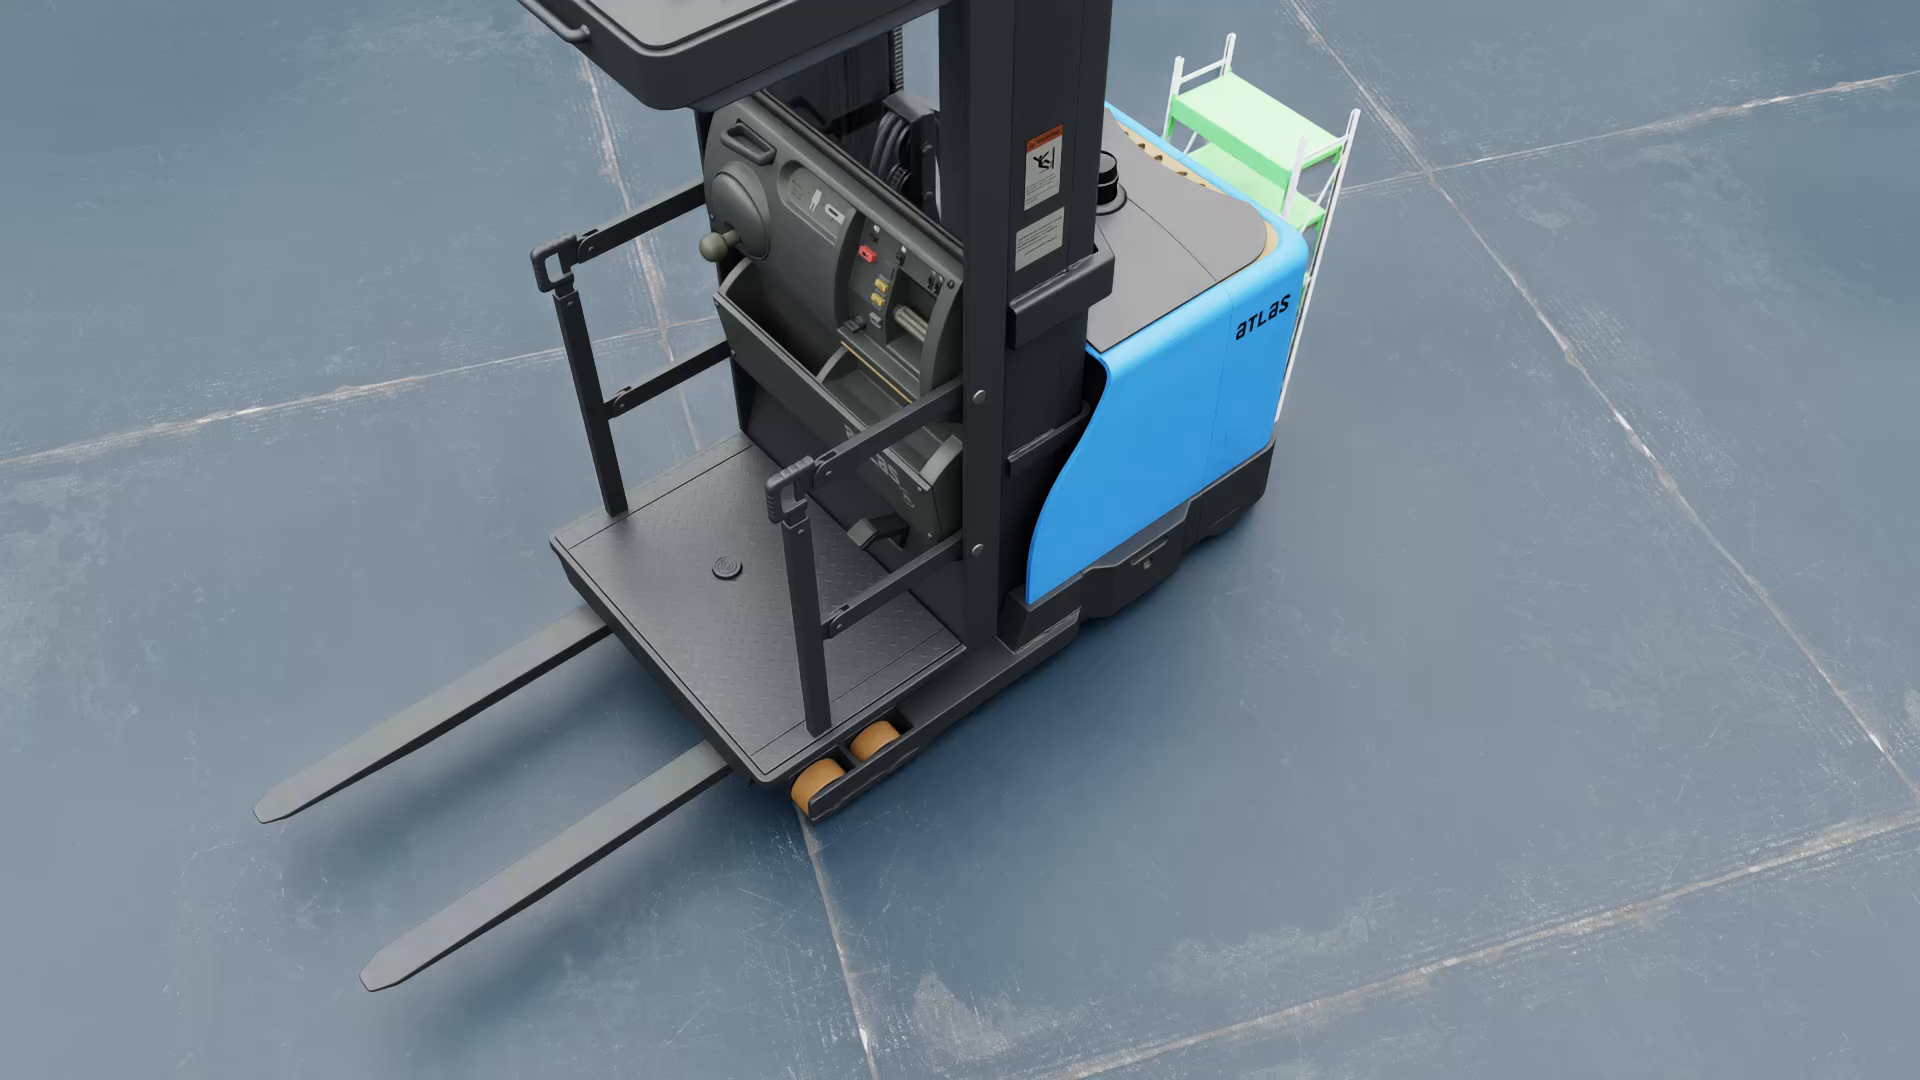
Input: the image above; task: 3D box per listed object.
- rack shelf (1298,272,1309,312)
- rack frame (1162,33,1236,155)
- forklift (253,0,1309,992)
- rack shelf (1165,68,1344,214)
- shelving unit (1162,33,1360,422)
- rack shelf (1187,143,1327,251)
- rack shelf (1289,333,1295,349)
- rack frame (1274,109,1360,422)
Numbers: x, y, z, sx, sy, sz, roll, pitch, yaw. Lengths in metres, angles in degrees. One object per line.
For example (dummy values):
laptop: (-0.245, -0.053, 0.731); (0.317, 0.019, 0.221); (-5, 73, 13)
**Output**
rack shelf: (0.845, -0.860, 5.263); (0.258, 0.148, 0.480); (-30, 56, -28)
rack frame: (0.692, -1.047, 5.336); (0.240, 1.200, 0.015); (-30, 56, -28)
forklift: (-0.482, -0.639, 3.872); (3.031, 2.935, 1.130); (-32, 57, -24)
rack shelf: (0.871, -1.185, 4.910); (0.258, 0.148, 0.480); (-30, 56, -28)
shelving unit: (0.849, -0.903, 5.216); (0.258, 1.200, 0.503); (-30, 56, -28)
rack shelf: (0.858, -1.022, 5.086); (0.258, 0.148, 0.480); (-30, 56, -28)
rack shelf: (0.832, -0.698, 5.439); (0.258, 0.148, 0.480); (-30, 56, -28)
rack frame: (1.005, -0.760, 5.095); (0.240, 1.200, 0.015); (-30, 56, -28)
